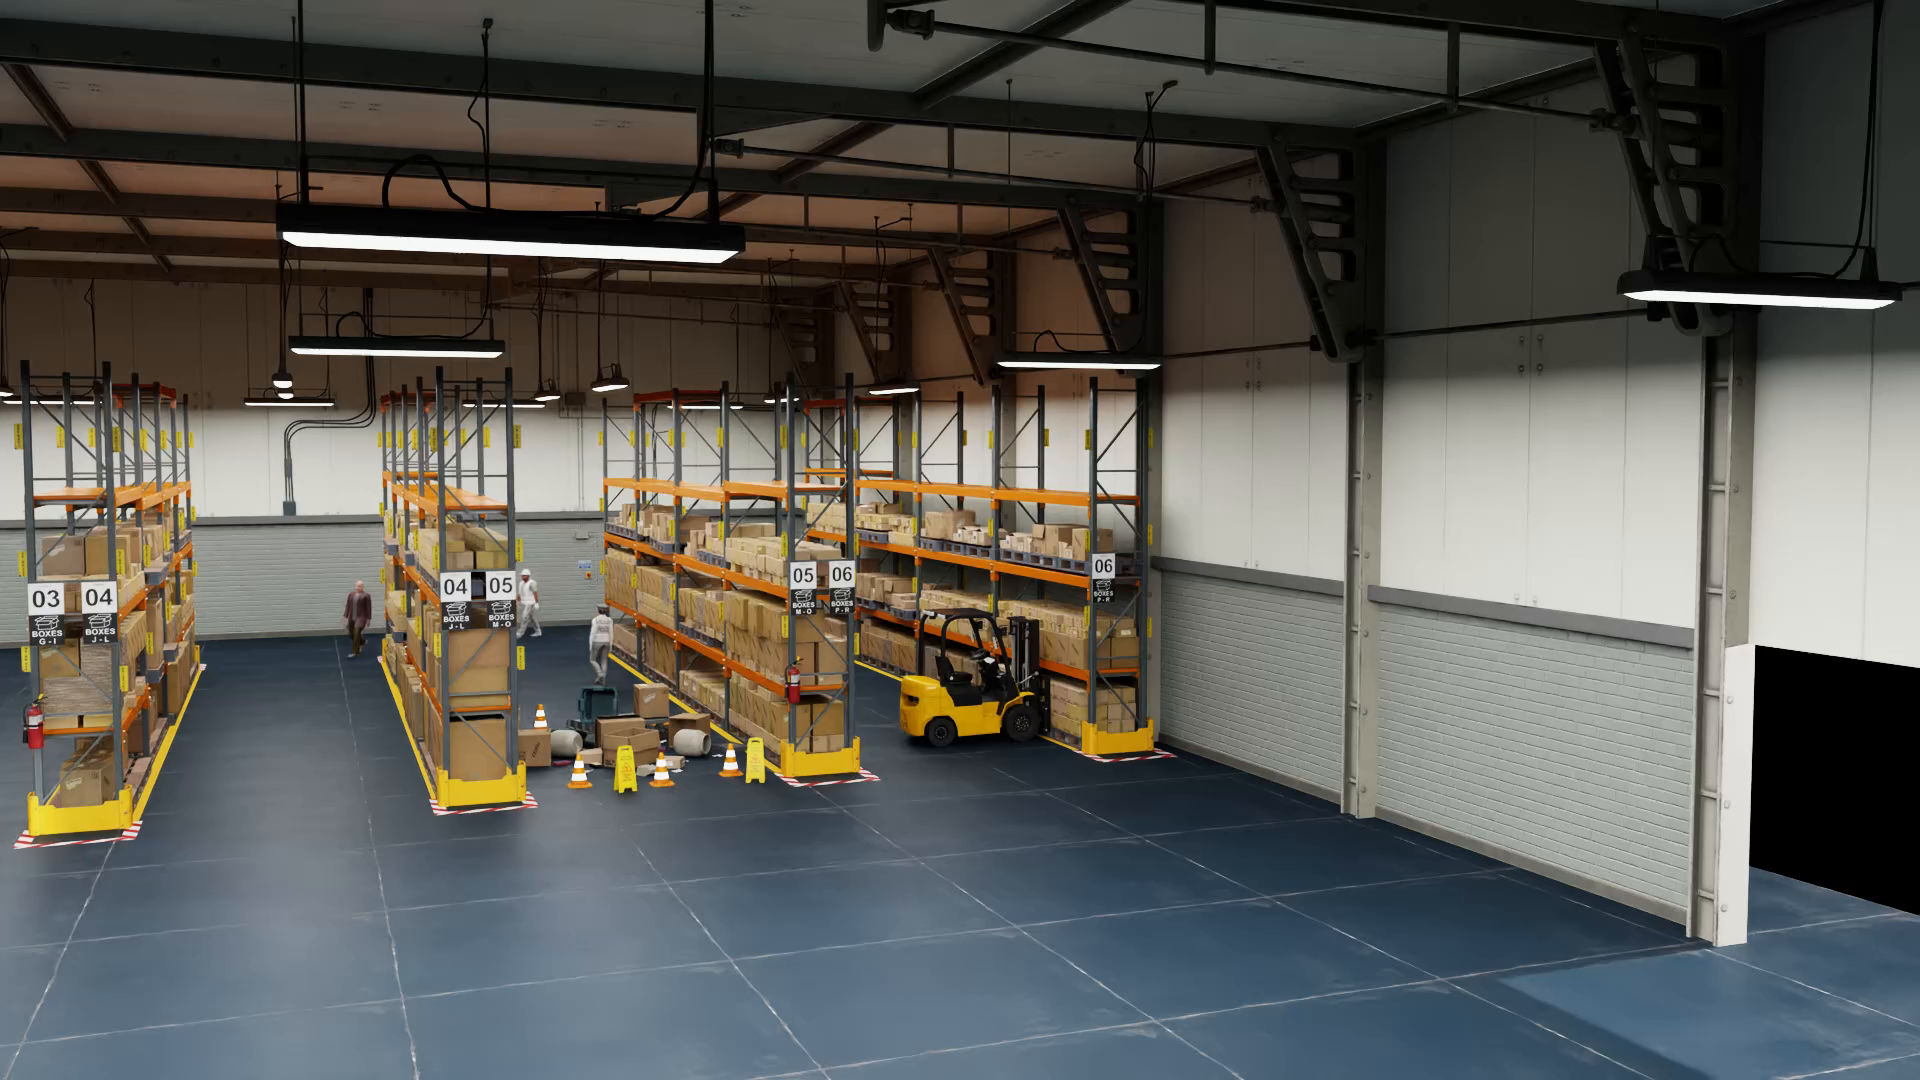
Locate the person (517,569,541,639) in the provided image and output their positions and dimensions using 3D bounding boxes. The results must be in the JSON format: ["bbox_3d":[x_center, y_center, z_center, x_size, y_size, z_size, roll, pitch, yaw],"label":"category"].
[{"bbox_3d":[-10.943,1.606,41.834,0.603,1.751,0.923,3,5,44],"label":"person"}]

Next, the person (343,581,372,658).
[{"bbox_3d":[-13.904,1.812,38.419,0.632,1.754,0.963,0,3,8],"label":"person"}]

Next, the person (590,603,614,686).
[{"bbox_3d":[-7.261,2.130,33.761,0.517,1.669,0.463,-2,4,-32],"label":"person"}]
